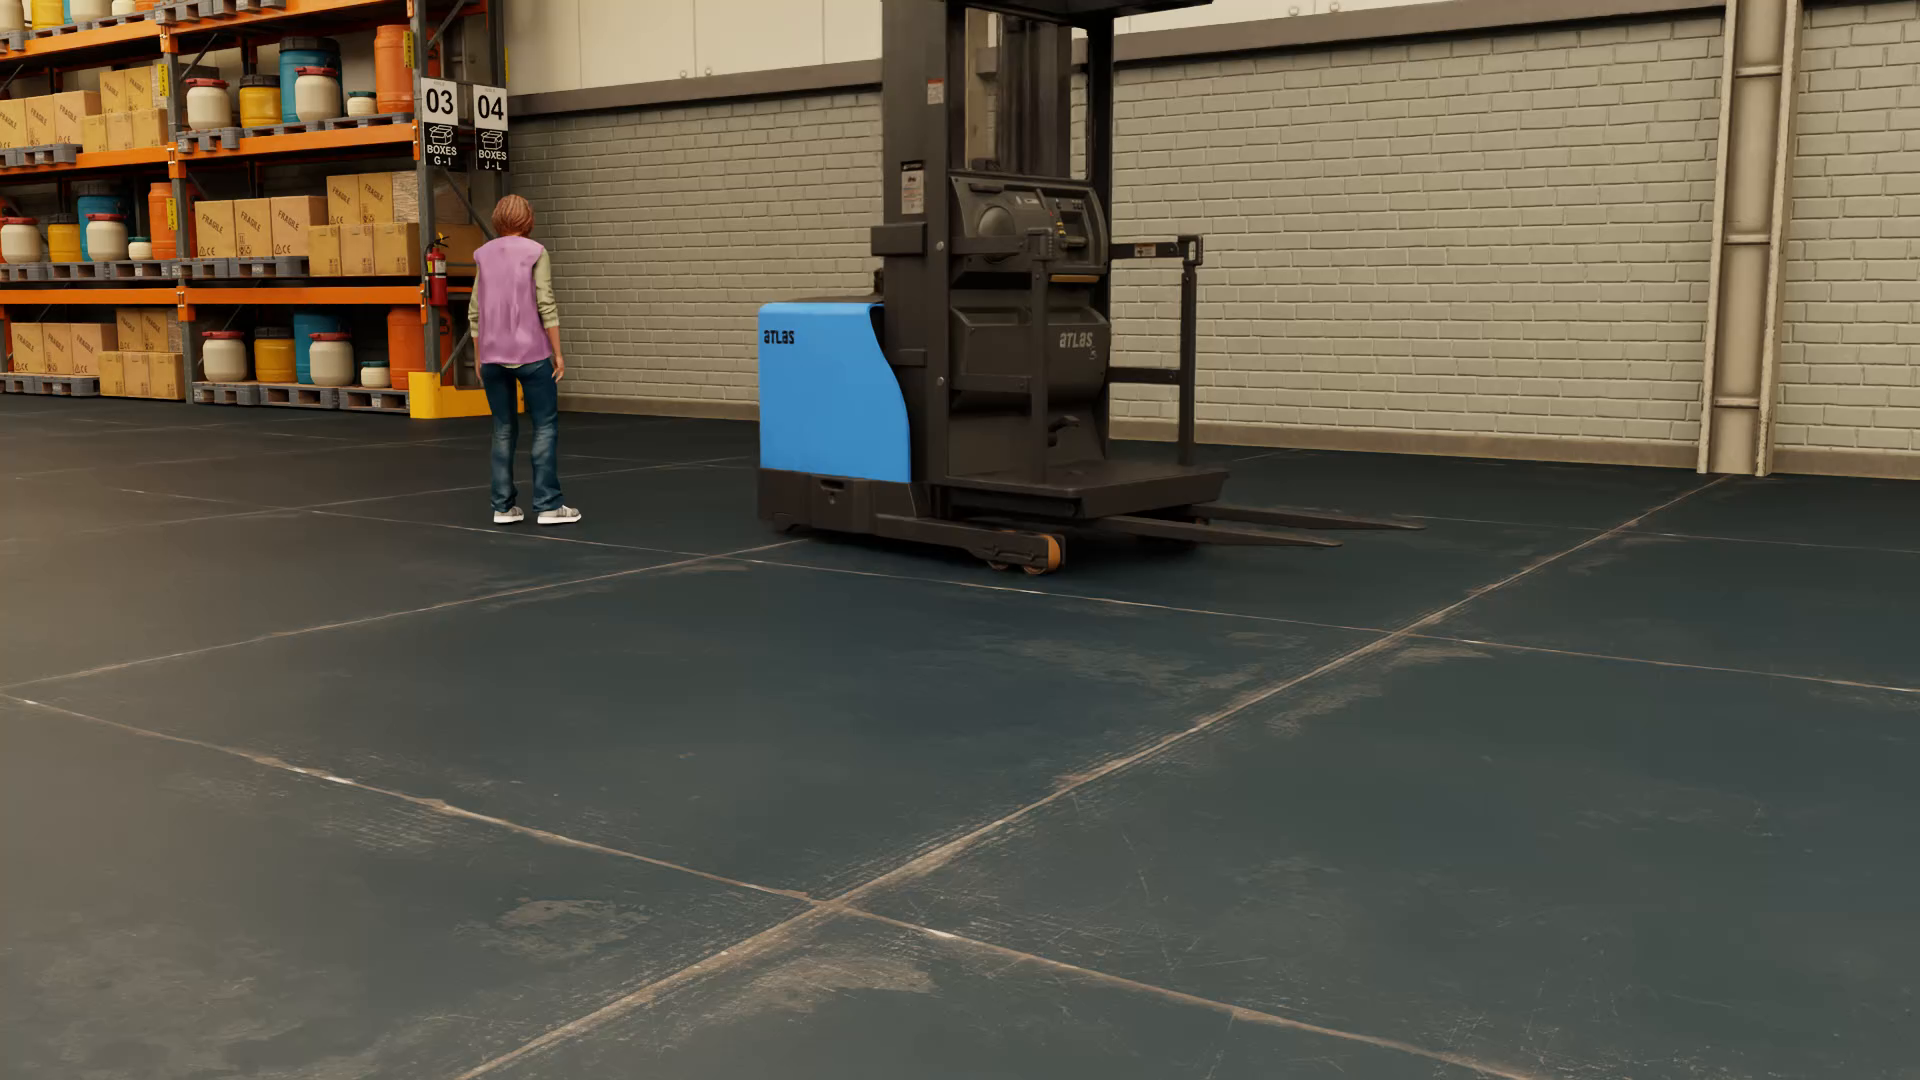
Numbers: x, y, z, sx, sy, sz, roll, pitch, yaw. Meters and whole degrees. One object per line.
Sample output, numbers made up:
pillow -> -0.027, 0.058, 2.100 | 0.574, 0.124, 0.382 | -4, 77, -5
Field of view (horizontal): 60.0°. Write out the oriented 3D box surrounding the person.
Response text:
person -> -2.139, -0.868, 8.062 | 0.474, 1.590, 0.348 | 2, 8, 11

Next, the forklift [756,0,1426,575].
forklift -> 0.459, -1.393, 6.987 | 3.031, 2.935, 1.130 | 8, 11, 43
